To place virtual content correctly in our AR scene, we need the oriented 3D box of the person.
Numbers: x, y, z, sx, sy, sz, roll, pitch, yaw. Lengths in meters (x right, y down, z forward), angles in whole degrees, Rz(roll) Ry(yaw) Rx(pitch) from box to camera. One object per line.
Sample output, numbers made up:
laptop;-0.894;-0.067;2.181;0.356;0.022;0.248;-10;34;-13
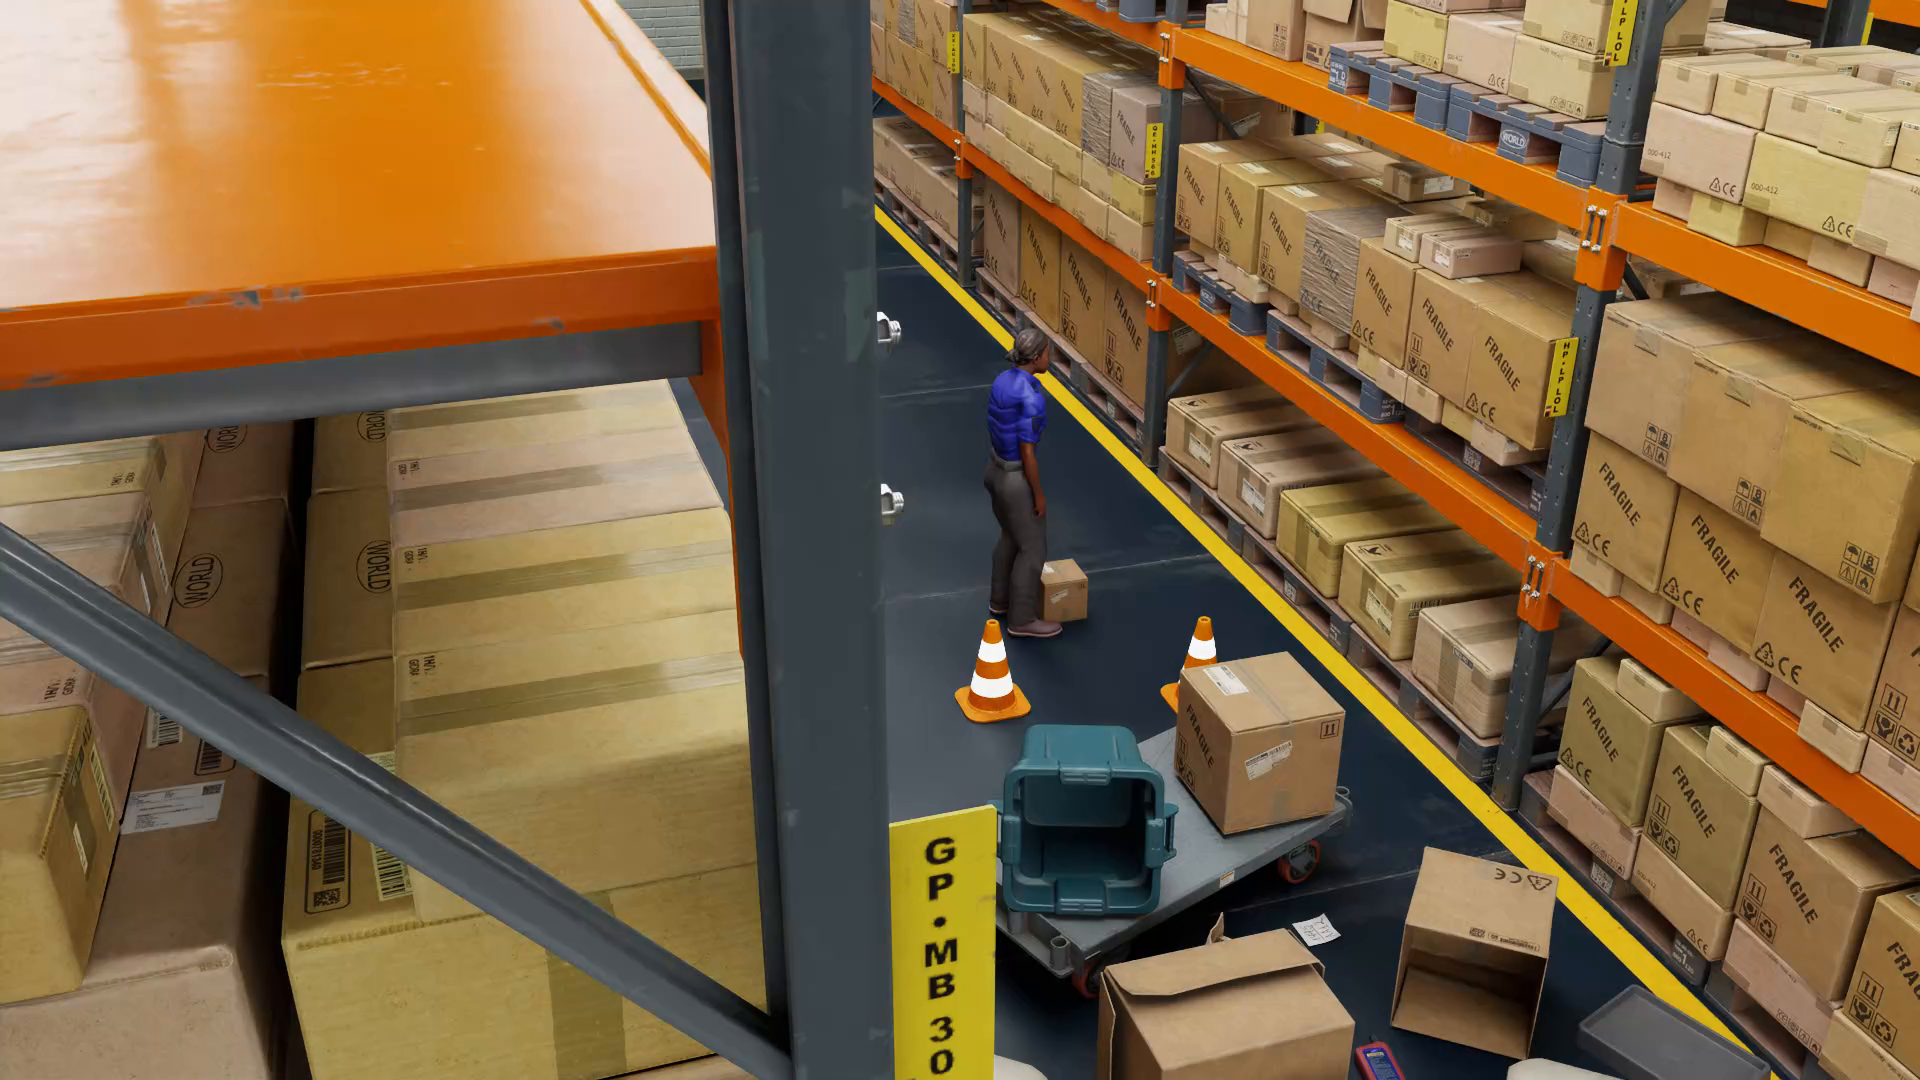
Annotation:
person;0.319;-0.307;8.737;0.348;1.653;0.522;-10;28;-19
